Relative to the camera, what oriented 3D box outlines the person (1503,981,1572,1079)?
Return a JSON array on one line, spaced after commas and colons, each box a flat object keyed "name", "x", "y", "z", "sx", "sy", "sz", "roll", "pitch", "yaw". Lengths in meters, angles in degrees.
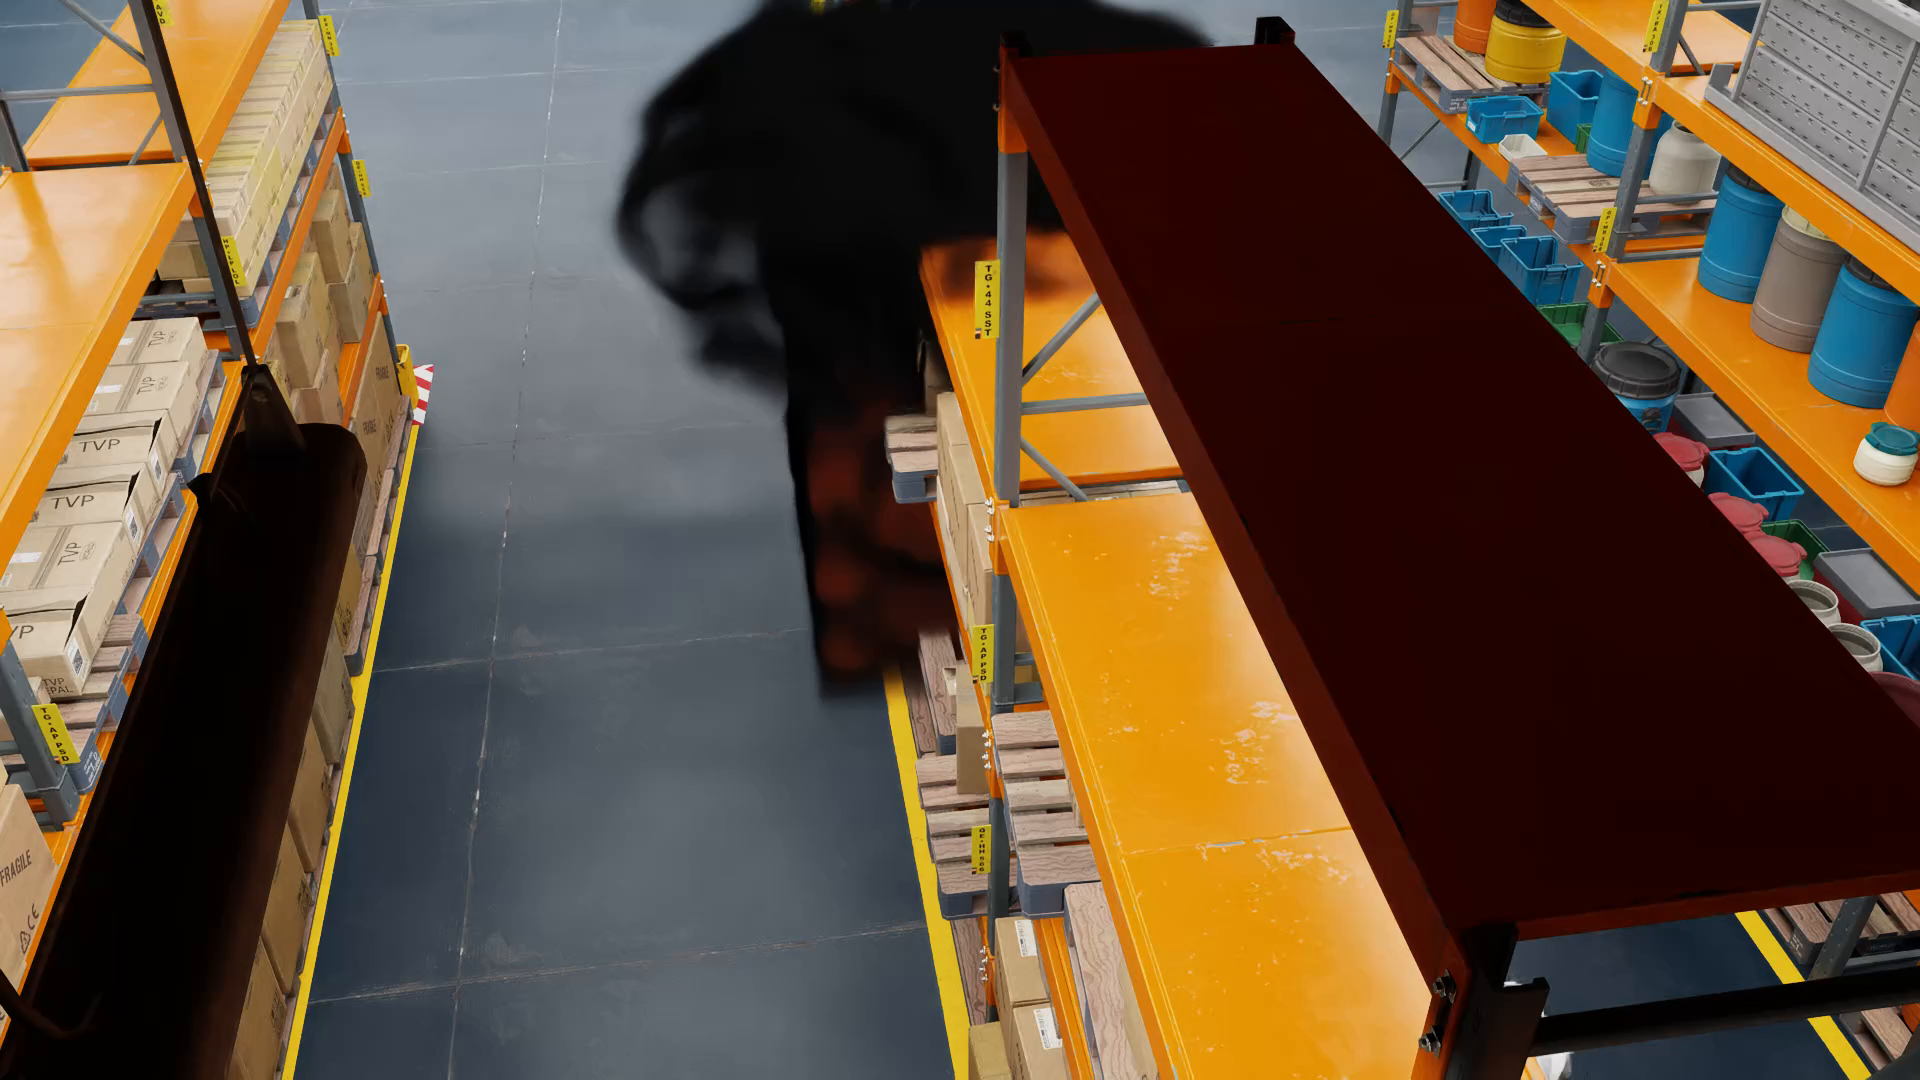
[{"name": "person", "x": 2.472, "y": 2.764, "z": 7.758, "sx": 0.703, "sy": 1.839, "sz": 0.824, "roll": -10, "pitch": 37, "yaw": -13}]
